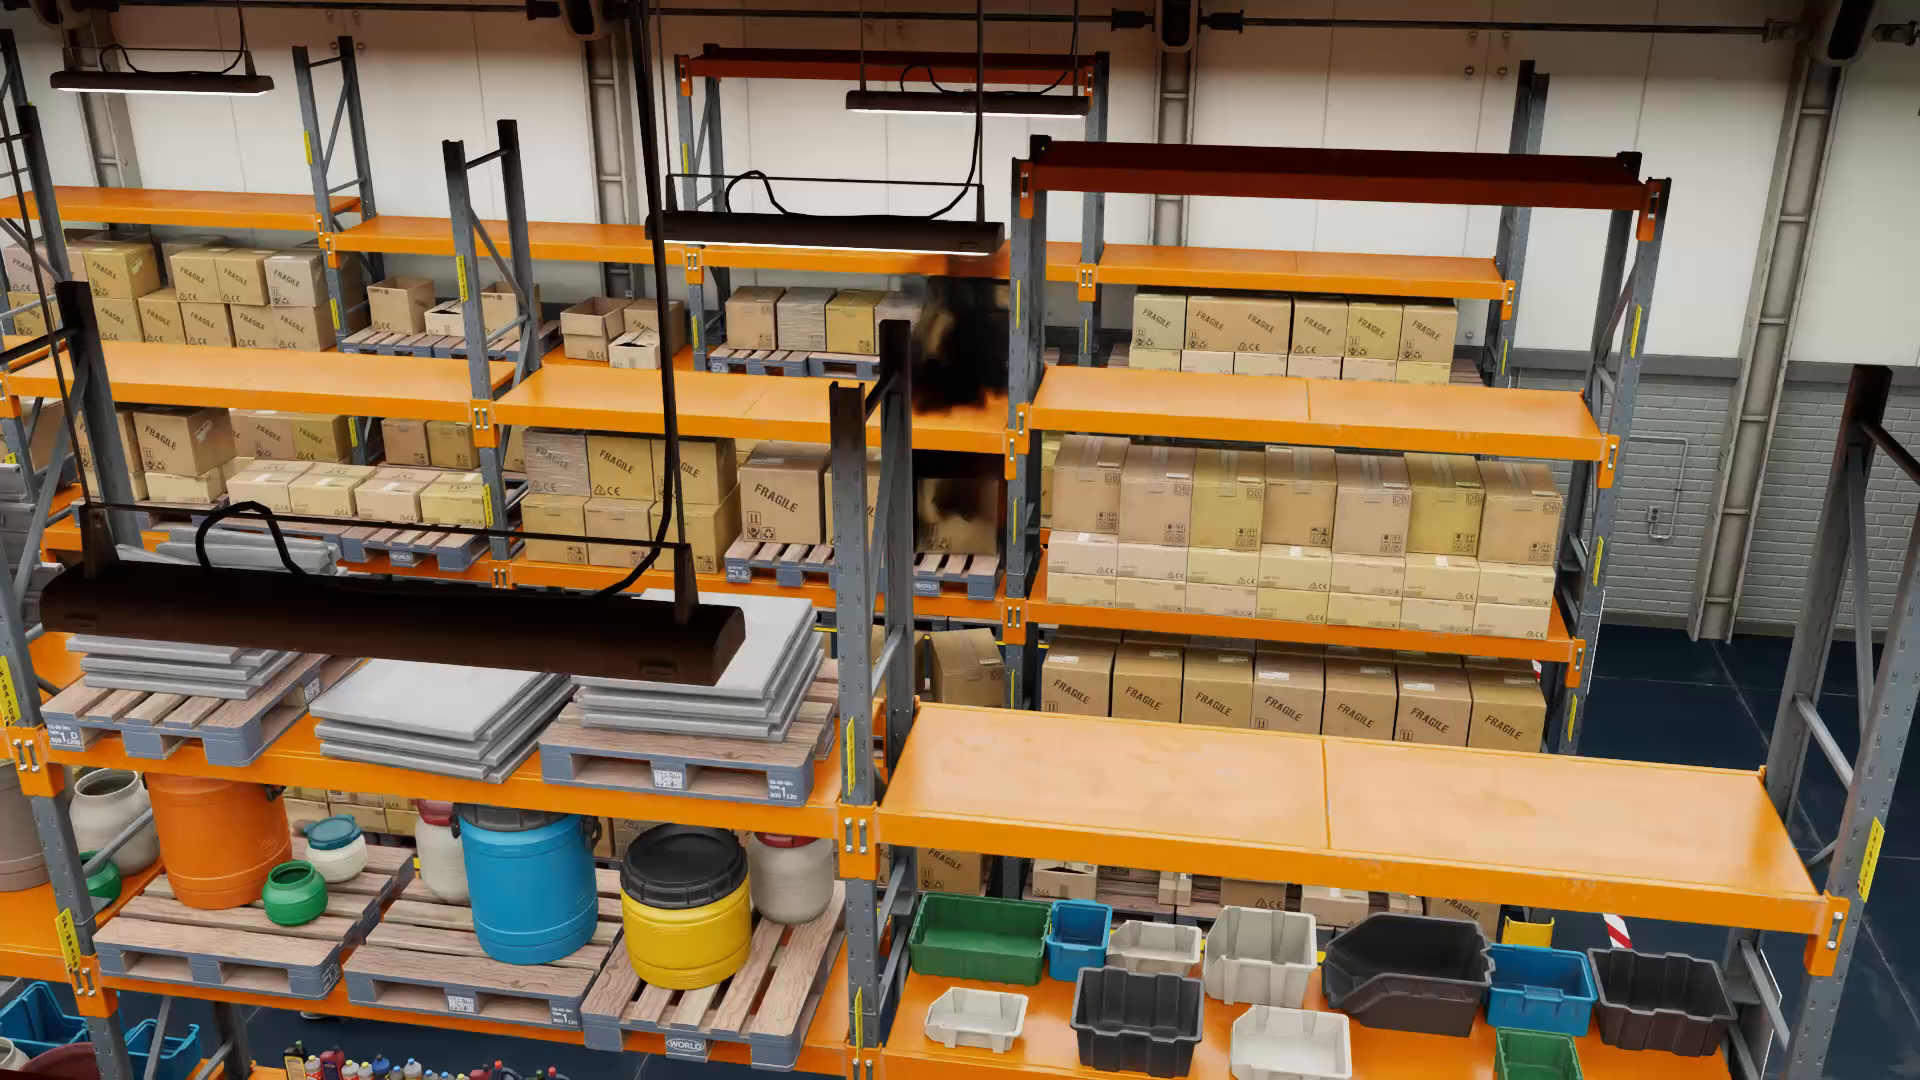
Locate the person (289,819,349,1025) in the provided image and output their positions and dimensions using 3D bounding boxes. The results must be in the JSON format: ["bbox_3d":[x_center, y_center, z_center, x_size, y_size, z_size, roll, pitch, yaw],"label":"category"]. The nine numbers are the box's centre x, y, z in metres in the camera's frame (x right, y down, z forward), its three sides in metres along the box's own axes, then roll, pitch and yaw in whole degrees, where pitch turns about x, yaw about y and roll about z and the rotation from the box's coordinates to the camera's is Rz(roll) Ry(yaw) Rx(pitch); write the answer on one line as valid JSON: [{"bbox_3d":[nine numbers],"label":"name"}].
[{"bbox_3d":[-4.619,2.742,11.839,0.600,1.609,0.644,0,23,-1],"label":"person"}]
